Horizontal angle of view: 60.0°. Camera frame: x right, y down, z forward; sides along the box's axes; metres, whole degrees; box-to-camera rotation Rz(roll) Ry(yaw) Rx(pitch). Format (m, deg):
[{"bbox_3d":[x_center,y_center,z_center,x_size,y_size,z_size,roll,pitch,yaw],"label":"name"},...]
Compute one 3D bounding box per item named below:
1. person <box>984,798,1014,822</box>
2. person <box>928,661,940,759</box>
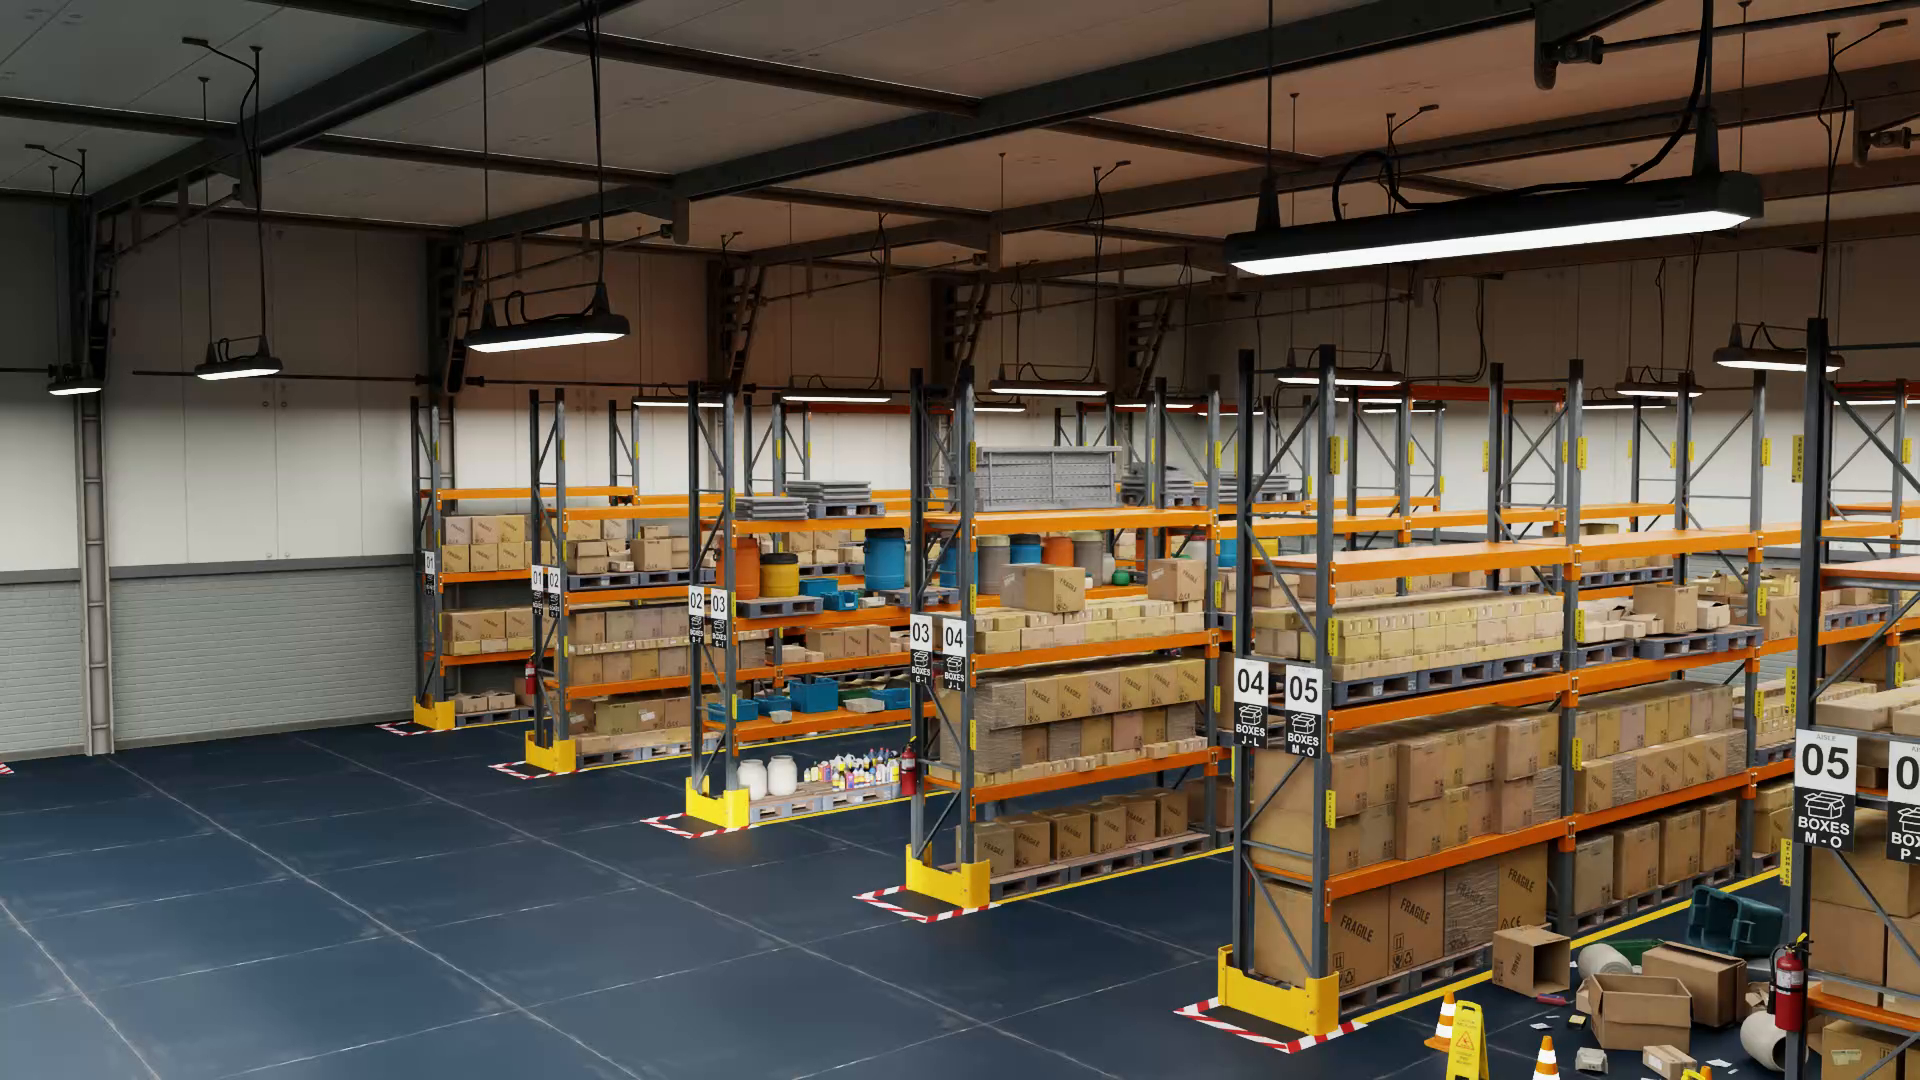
[{"bbox_3d":[0.448,3.023,21.406,0.524,1.792,0.589,2,4,34],"label":"person"},{"bbox_3d":[-0.532,2.704,26.939,0.425,1.727,0.594,3,5,44],"label":"person"}]
